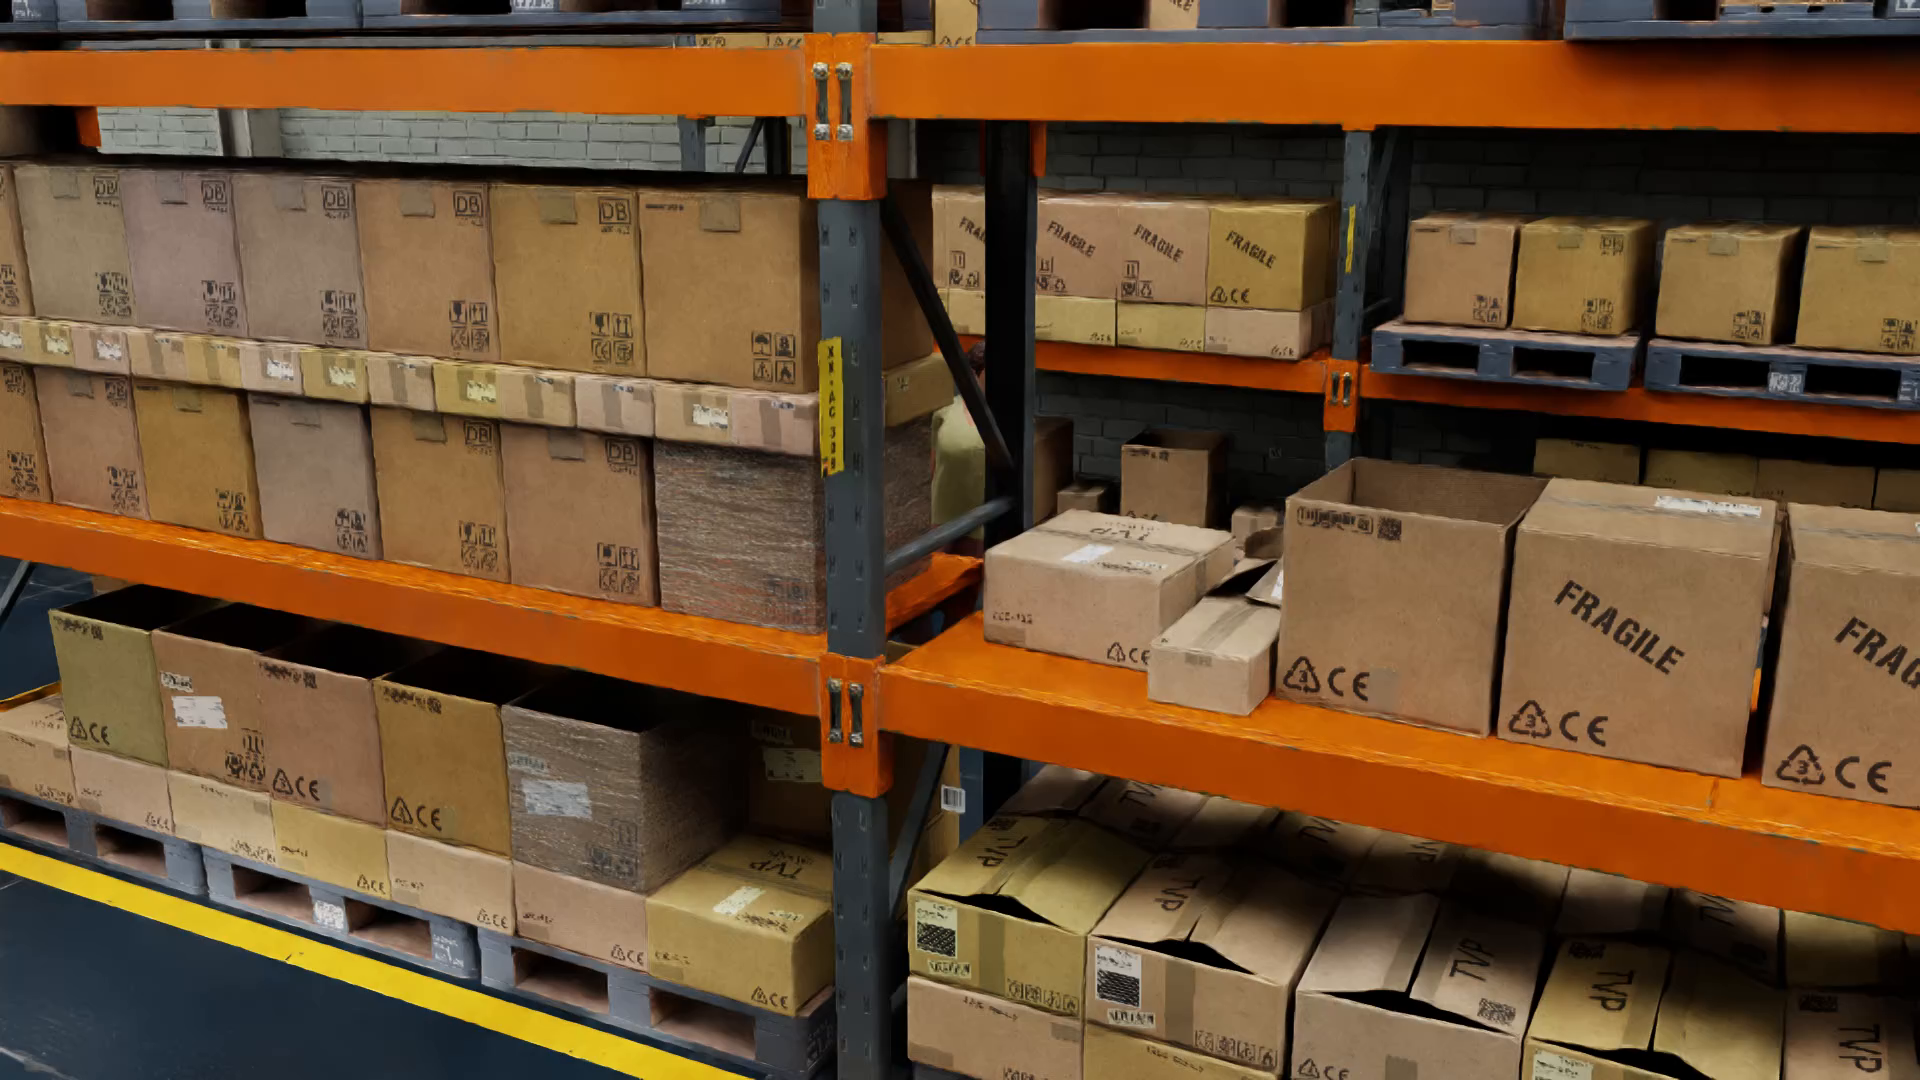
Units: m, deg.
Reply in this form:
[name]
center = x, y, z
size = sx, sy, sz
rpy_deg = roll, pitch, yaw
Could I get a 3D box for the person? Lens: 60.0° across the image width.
[person]
center = -0.049, -0.026, 7.061
size = 0.655, 1.662, 0.437
rpy_deg = 5, 17, 18
